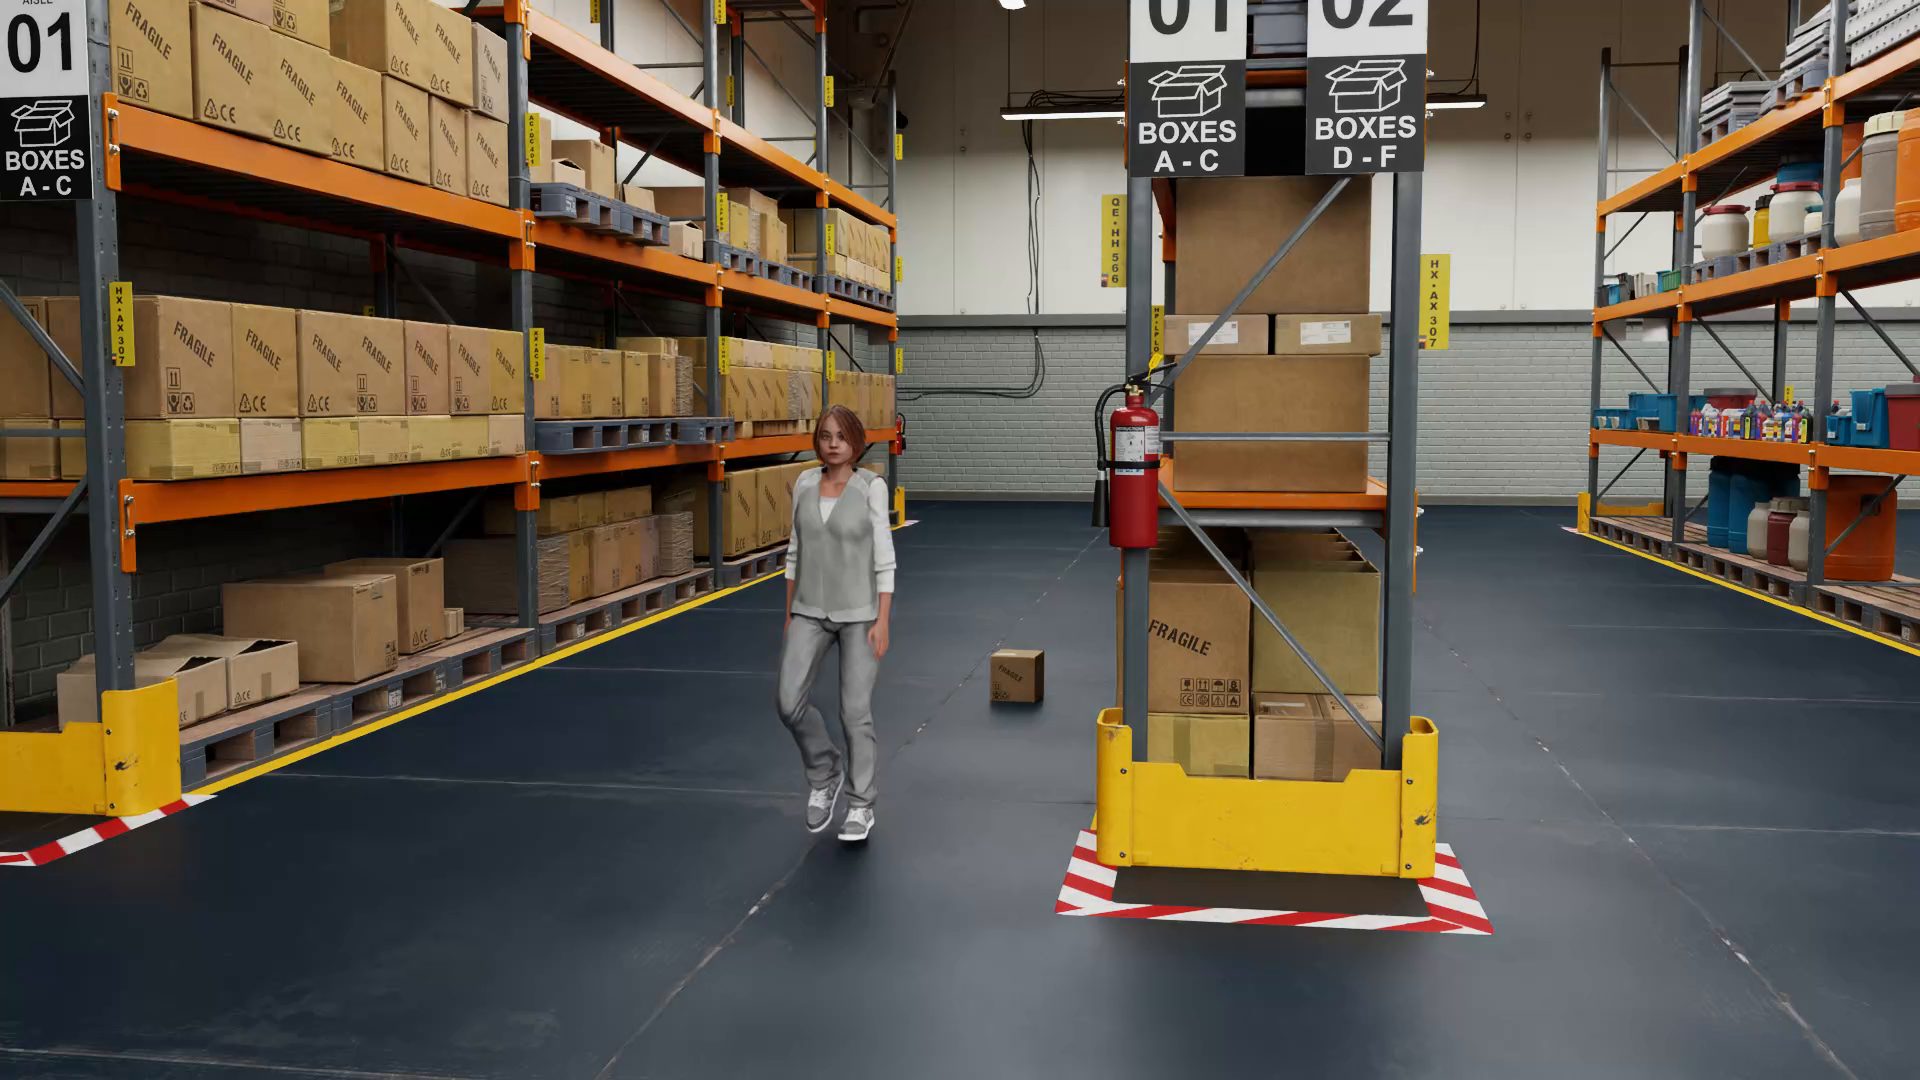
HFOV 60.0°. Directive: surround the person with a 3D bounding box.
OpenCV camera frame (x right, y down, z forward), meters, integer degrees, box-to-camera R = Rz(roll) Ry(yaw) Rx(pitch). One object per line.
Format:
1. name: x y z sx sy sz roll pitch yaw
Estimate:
1. person: -0.454 0.311 6.073 0.442 1.595 0.404 1 5 12
